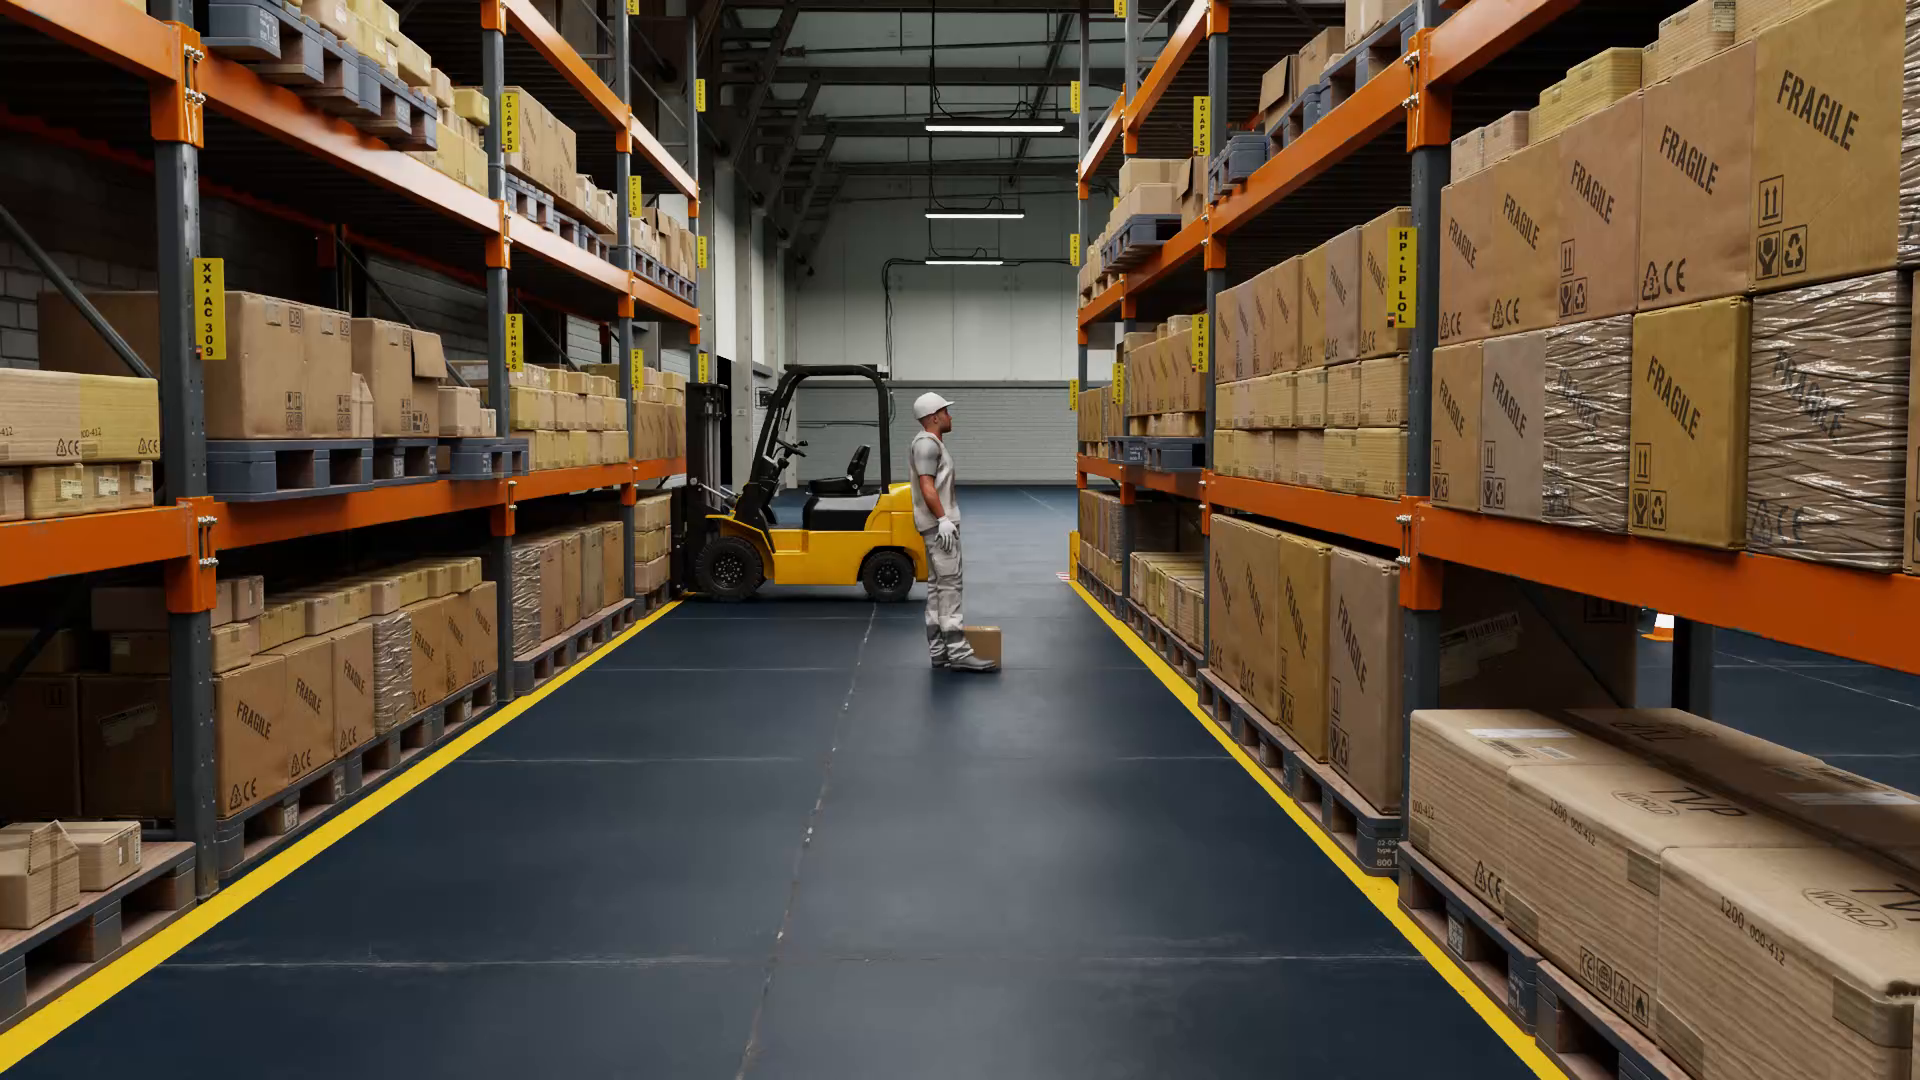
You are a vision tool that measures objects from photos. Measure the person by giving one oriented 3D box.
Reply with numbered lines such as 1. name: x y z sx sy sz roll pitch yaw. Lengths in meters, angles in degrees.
1. person: -0.053 -0.067 10.877 0.561 1.790 0.637 0 4 -1
